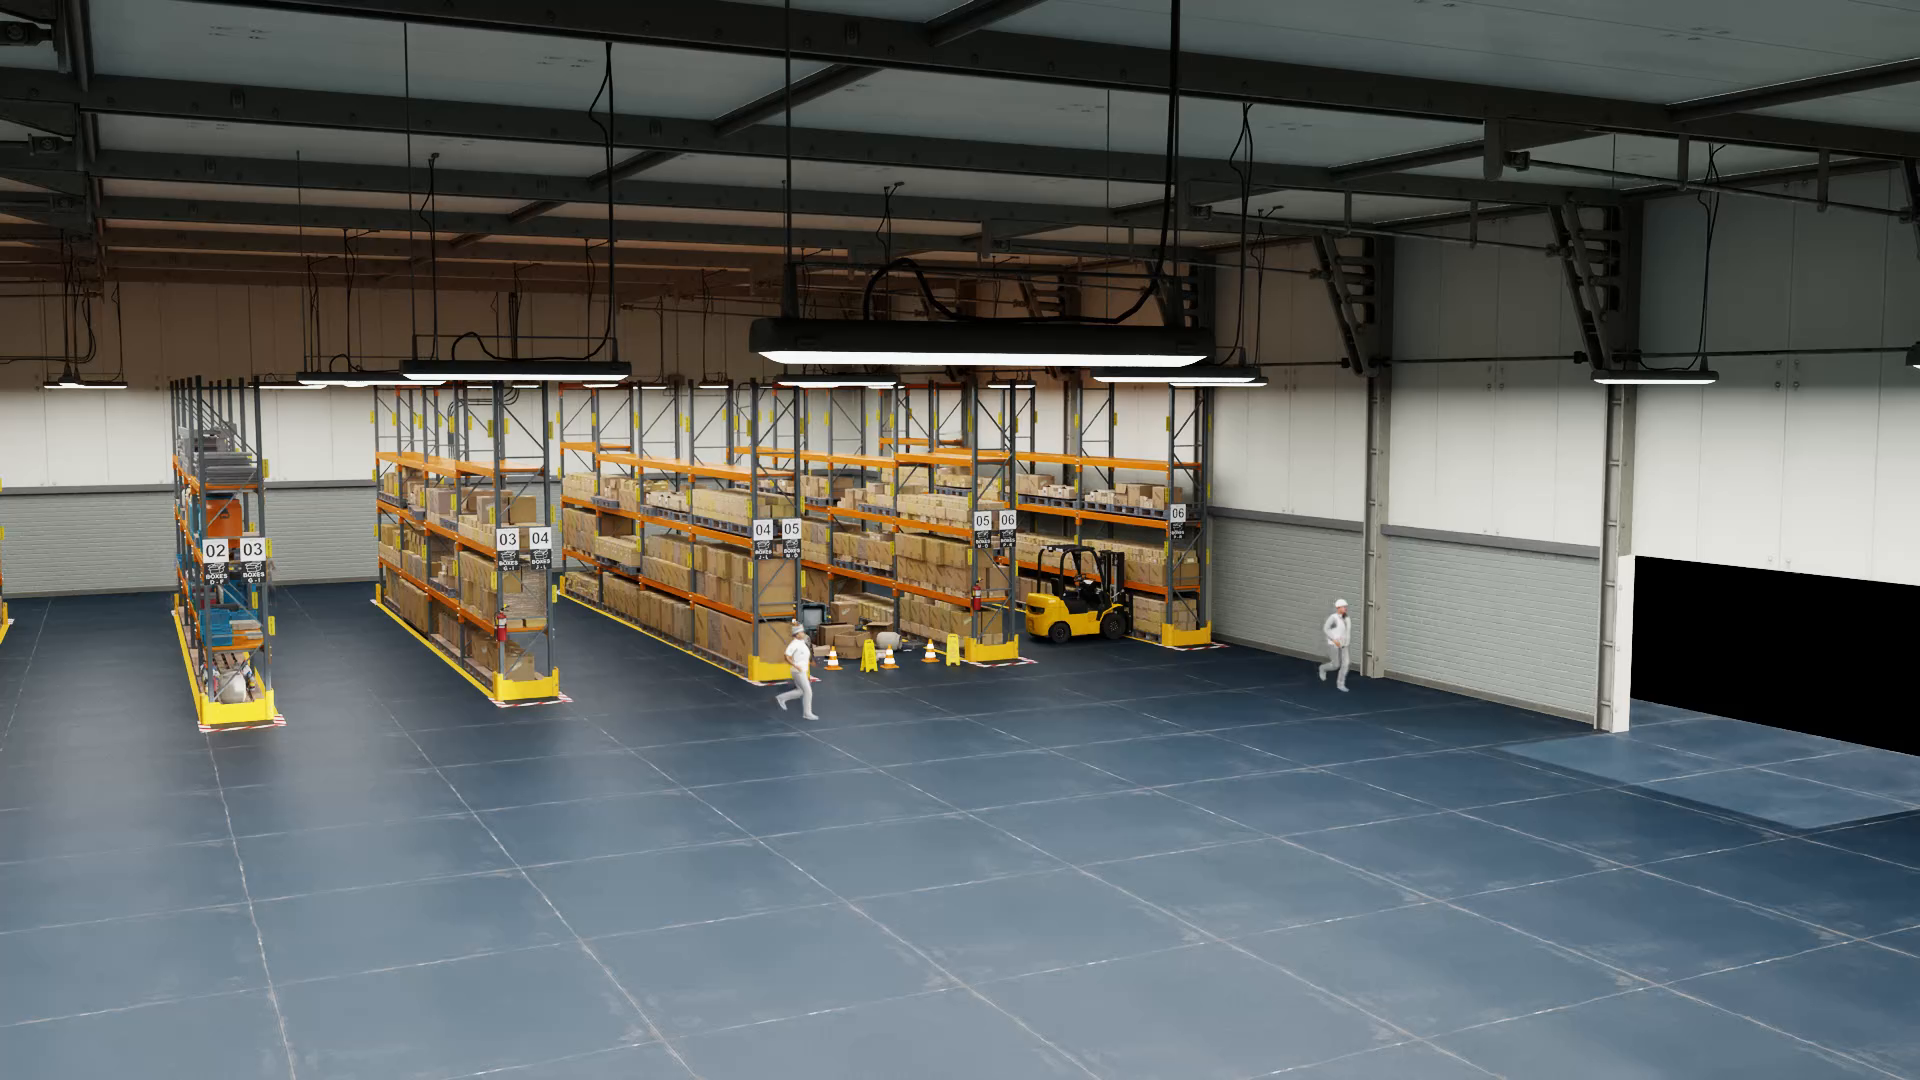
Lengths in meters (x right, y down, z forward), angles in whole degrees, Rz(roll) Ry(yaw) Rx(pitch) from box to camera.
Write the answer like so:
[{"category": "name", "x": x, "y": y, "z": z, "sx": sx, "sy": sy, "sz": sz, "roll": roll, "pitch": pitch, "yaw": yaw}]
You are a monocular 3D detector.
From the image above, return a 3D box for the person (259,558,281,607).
[{"category": "person", "x": -18.540, "y": 1.004, "z": 44.381, "sx": 0.721, "sy": 1.663, "sz": 0.712, "roll": 1, "pitch": 5, "yaw": 12}]

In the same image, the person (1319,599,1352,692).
[{"category": "person", "x": 7.287, "y": 2.011, "z": 32.115, "sx": 0.684, "sy": 1.759, "sz": 0.816, "roll": -3, "pitch": 6, "yaw": -31}]

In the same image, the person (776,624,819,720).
[{"category": "person", "x": -2.865, "y": 2.313, "z": 29.163, "sx": 0.792, "sy": 1.686, "sz": 0.578, "roll": 1, "pitch": 5, "yaw": 10}]

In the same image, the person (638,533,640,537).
[{"category": "person", "x": -9.180, "y": 0.650, "z": 47.888, "sx": 0.591, "sy": 1.712, "sz": 0.616, "roll": -5, "pitch": 7, "yaw": -44}]
